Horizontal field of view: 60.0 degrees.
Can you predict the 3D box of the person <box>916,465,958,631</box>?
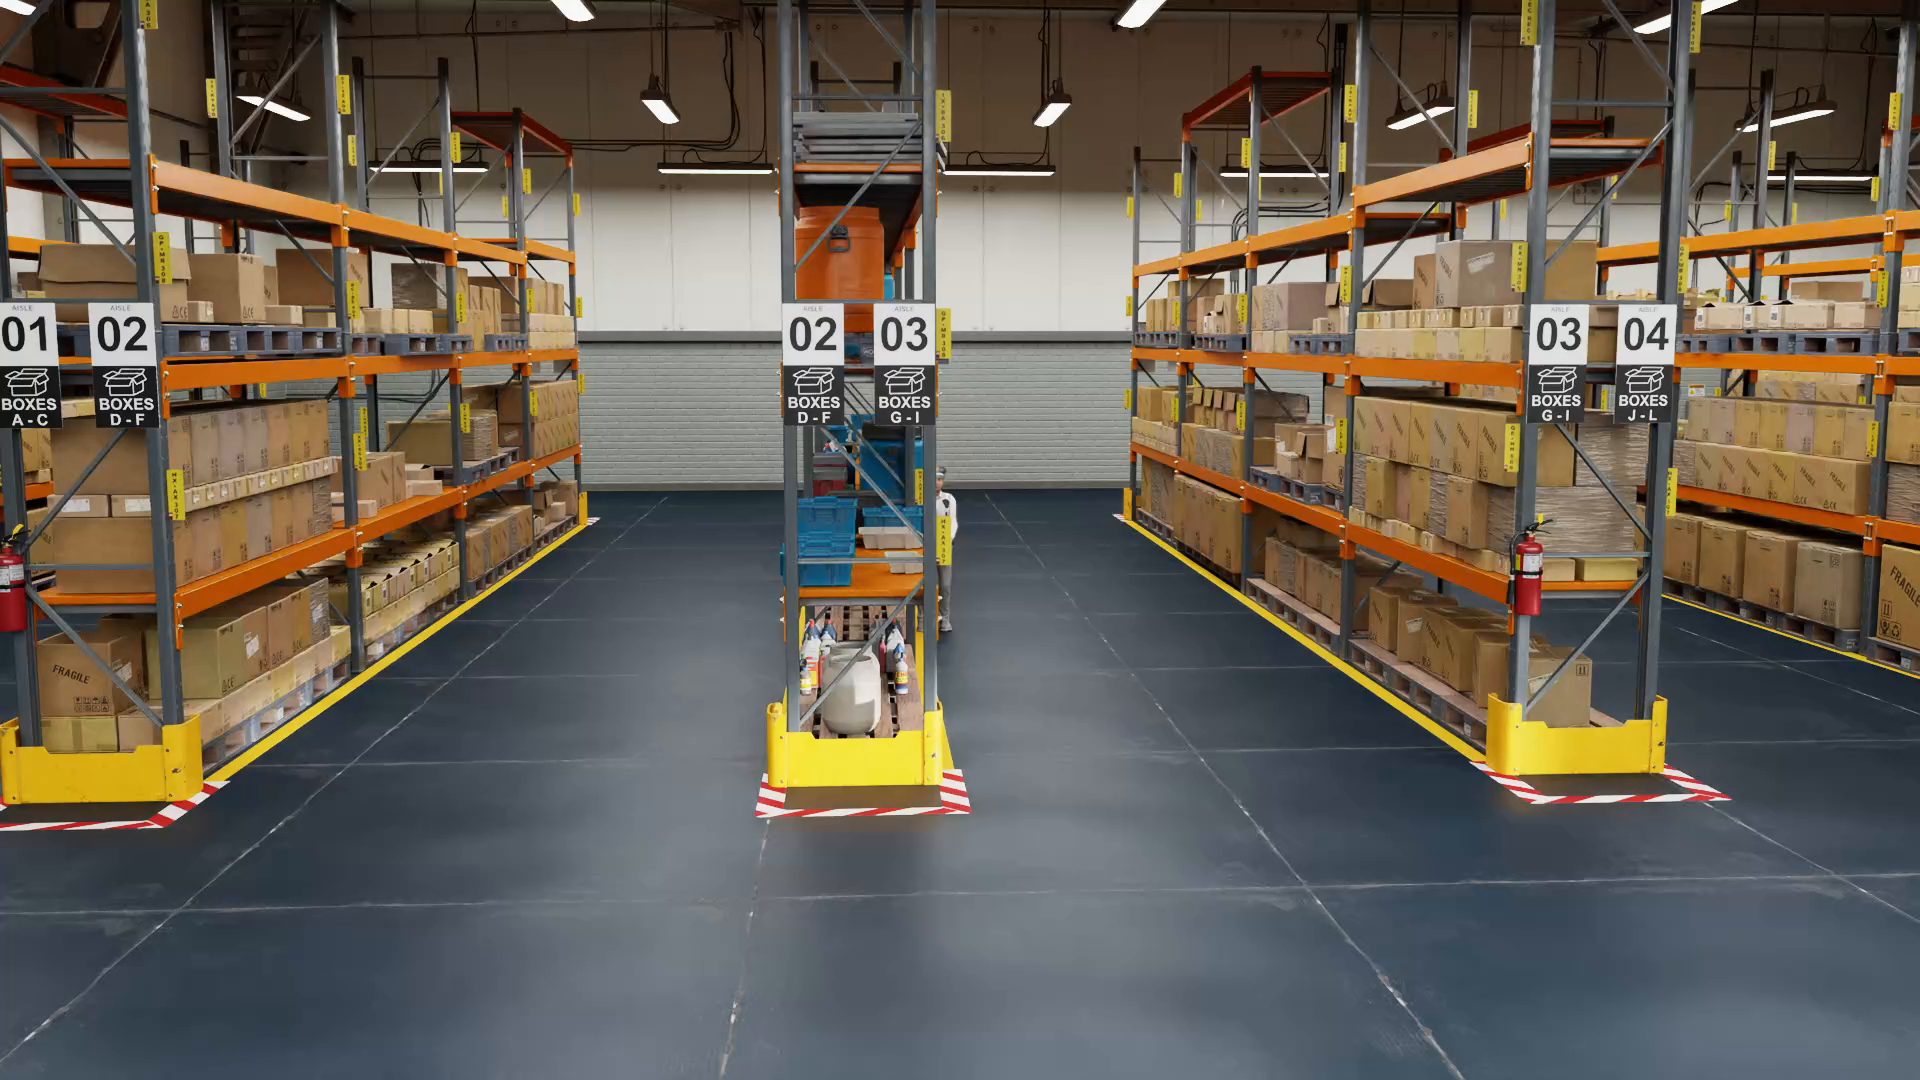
[{"bbox_3d":[-0.253,0.087,16.909,0.474,1.691,0.540,0,7,-4],"label":"person"}]
